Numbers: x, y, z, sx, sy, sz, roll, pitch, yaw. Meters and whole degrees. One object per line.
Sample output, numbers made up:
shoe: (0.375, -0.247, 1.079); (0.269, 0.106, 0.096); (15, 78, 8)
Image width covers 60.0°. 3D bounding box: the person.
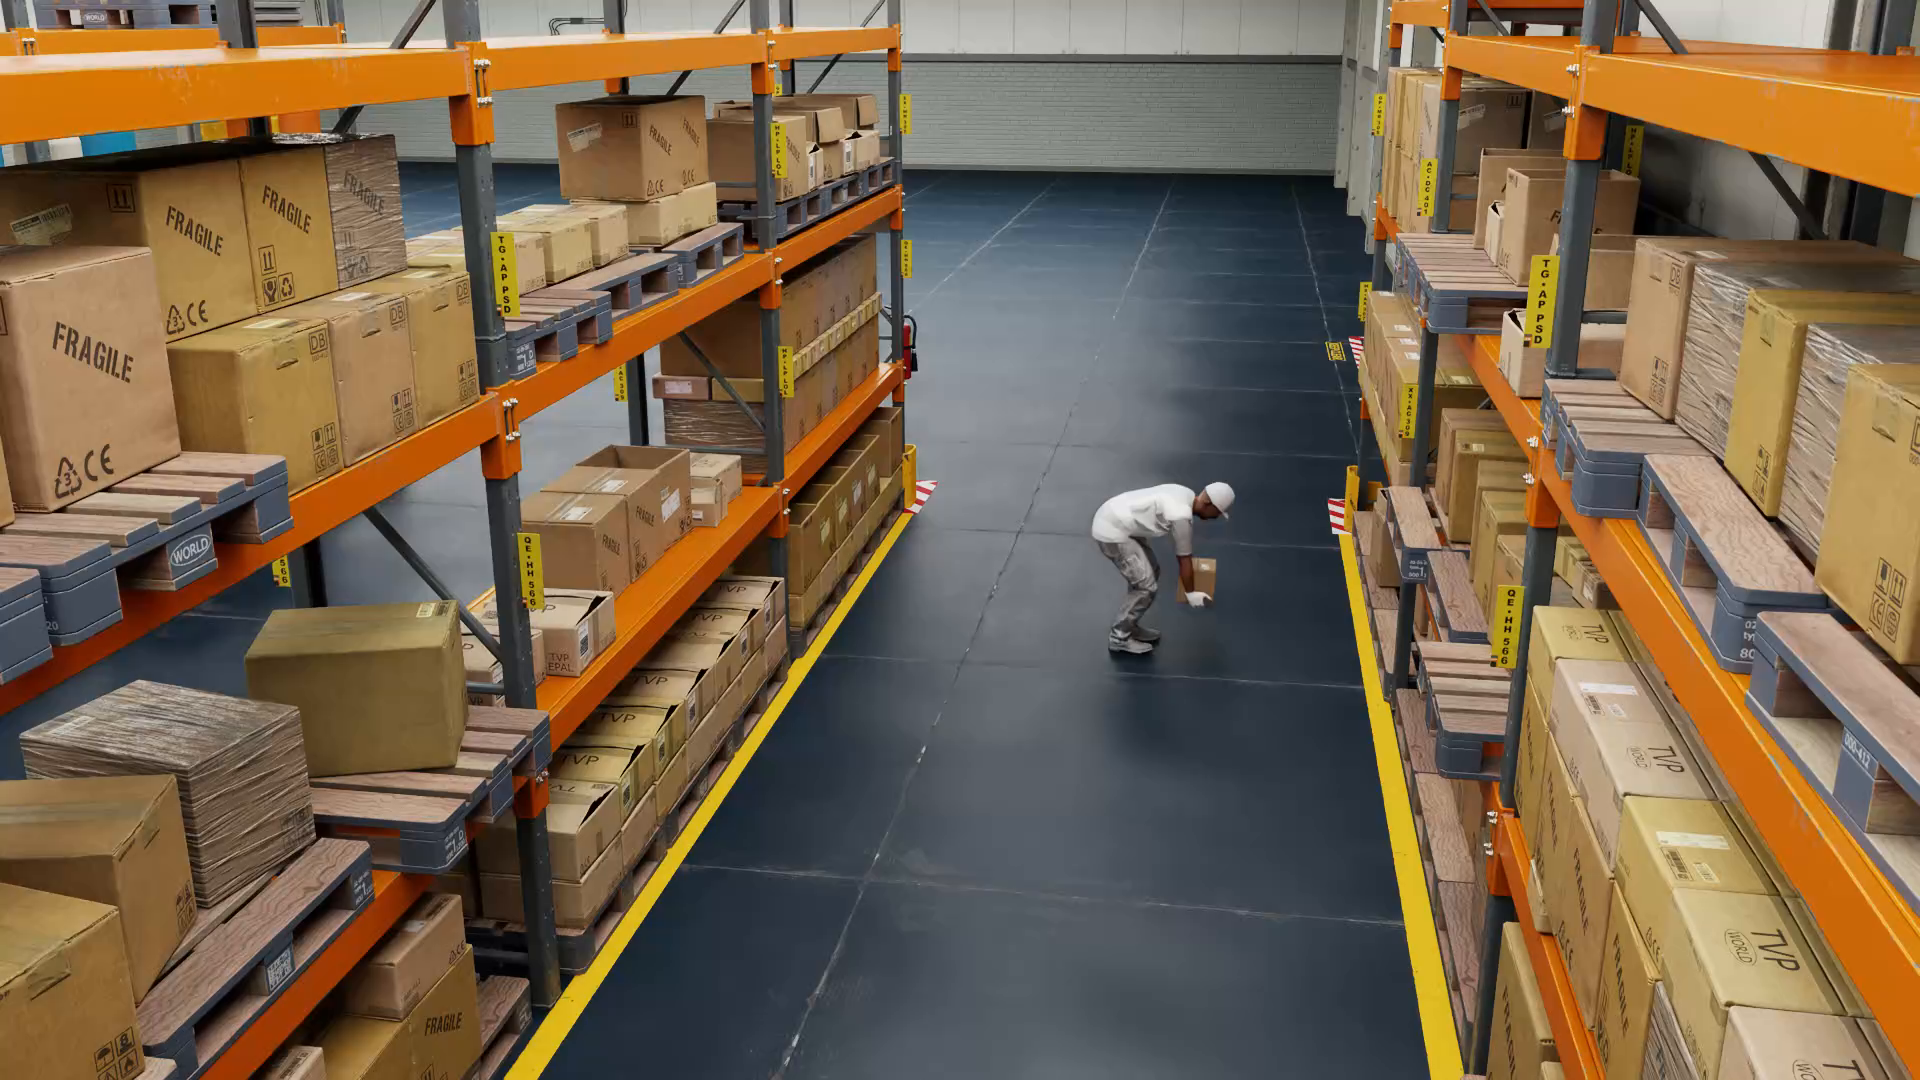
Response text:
person: (1.384, 0.167, 11.467); (0.962, 1.189, 0.523); (2, 18, 6)
